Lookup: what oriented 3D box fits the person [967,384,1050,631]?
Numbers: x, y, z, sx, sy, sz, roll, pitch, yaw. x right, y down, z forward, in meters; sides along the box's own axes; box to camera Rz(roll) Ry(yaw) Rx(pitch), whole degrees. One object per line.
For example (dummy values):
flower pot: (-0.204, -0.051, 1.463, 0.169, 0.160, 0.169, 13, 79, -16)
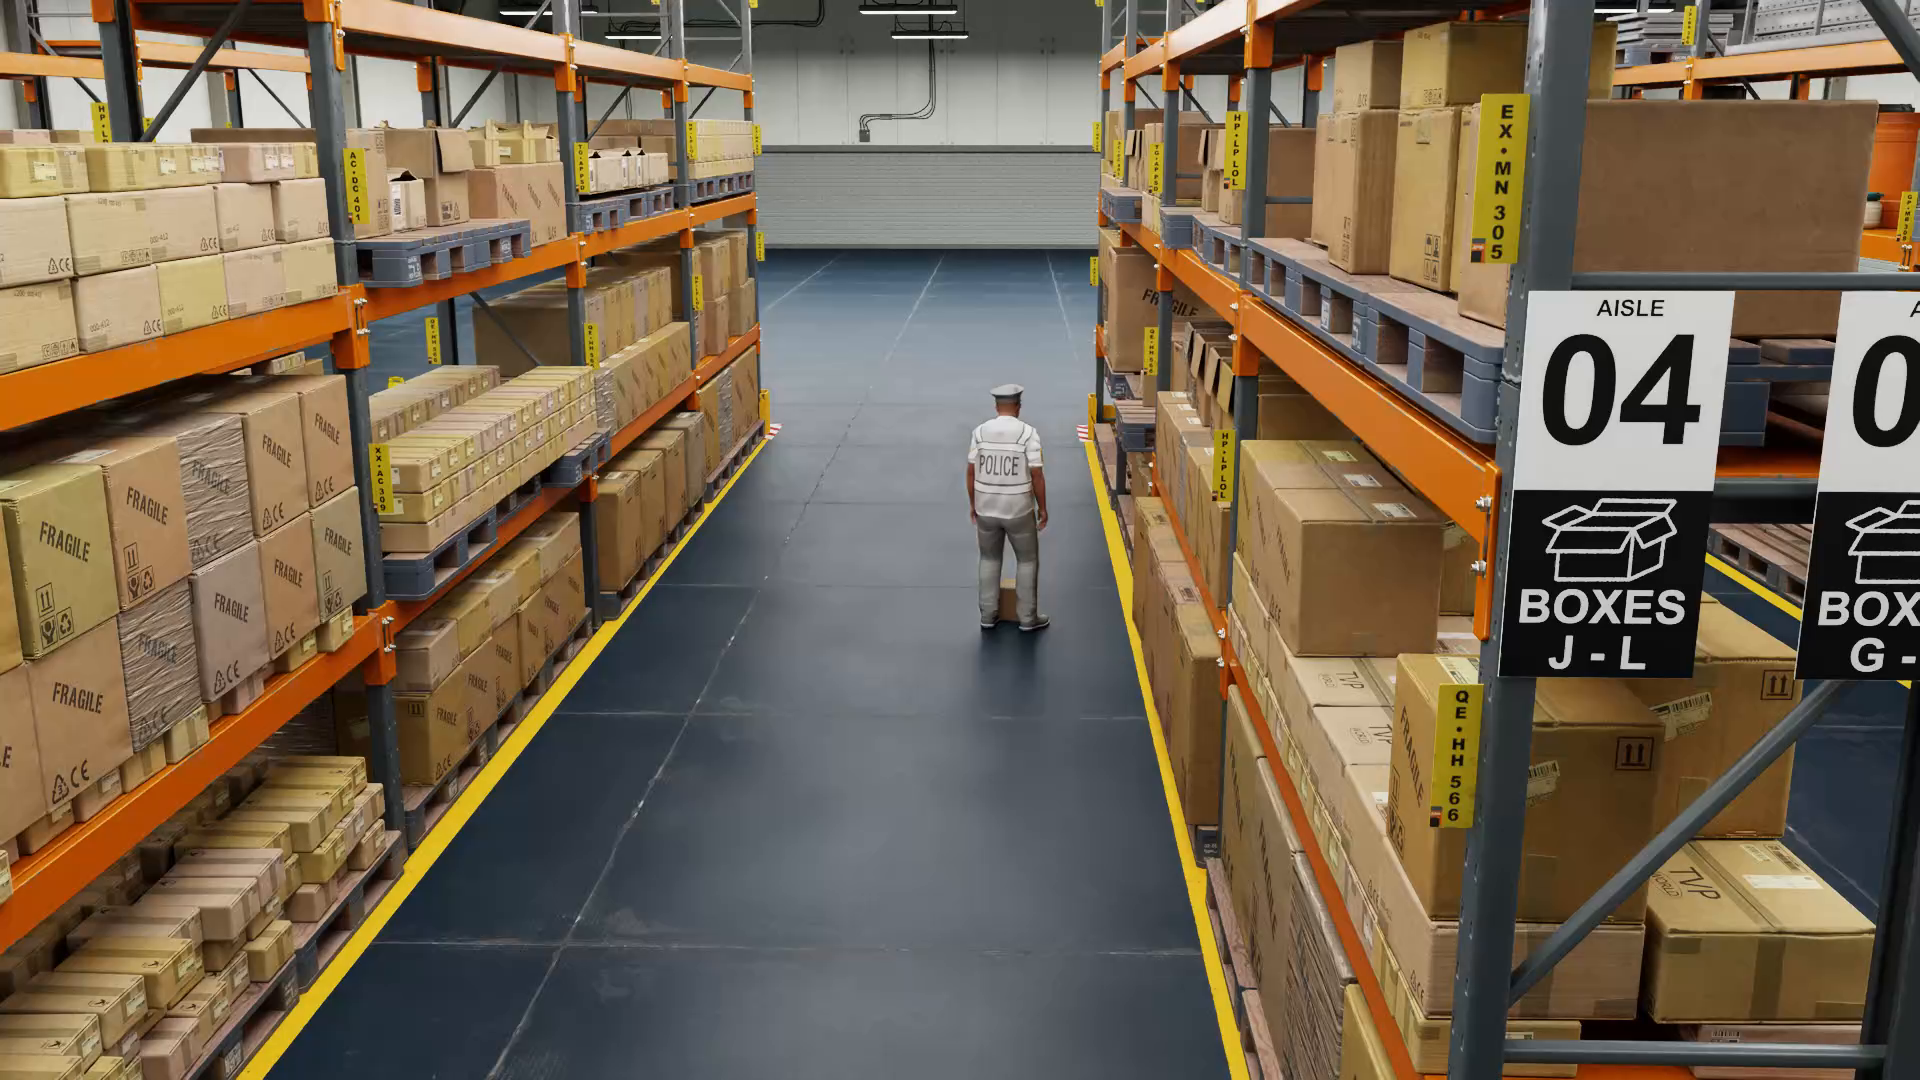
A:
person: (0.332, -0.221, 11.880, 0.585, 1.749, 0.435, 5, 15, 20)
